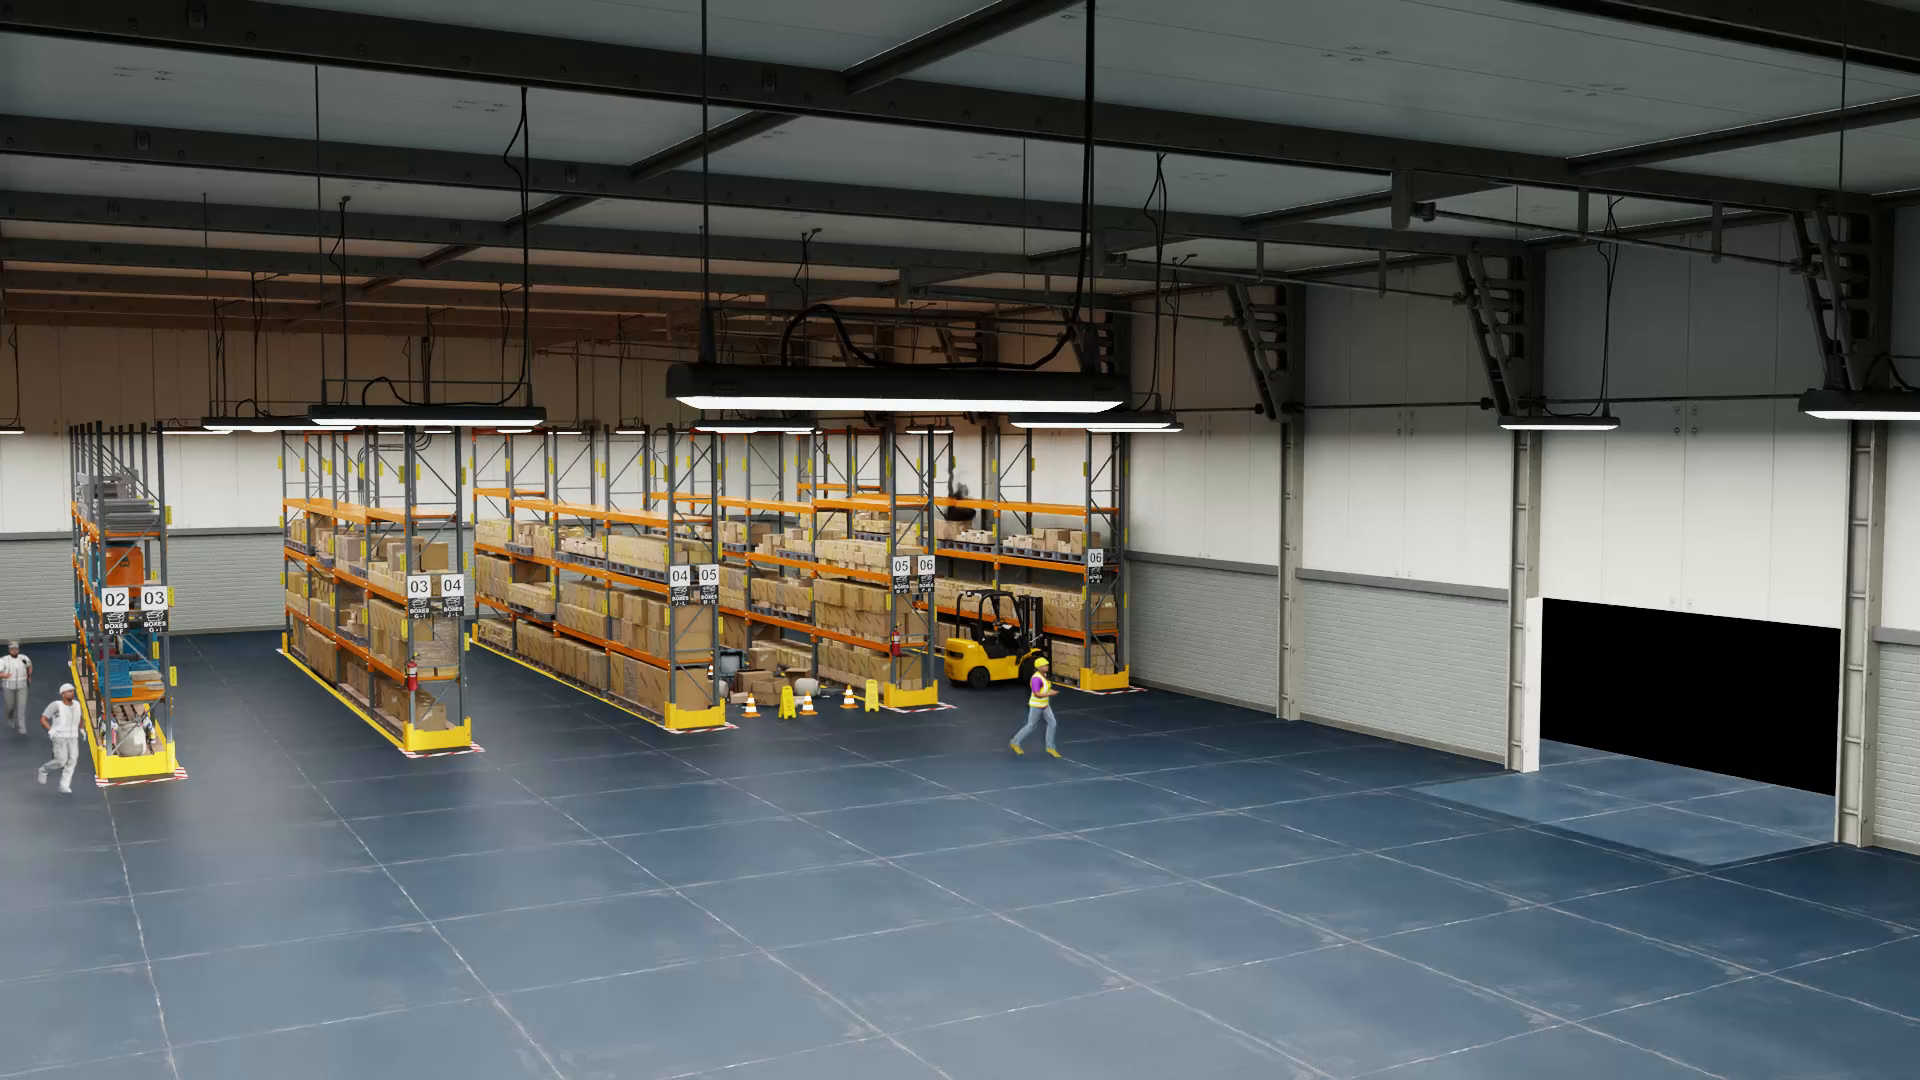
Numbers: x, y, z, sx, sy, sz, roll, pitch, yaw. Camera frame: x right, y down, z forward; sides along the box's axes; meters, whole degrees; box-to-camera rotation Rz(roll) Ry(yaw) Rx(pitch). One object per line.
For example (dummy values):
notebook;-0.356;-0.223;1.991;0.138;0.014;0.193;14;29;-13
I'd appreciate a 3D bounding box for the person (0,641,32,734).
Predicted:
person;-18.209;2.823;32.060;0.665;1.747;1.010;-3;4;-38

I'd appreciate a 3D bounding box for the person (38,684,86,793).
person;-14.503;3.196;26.978;0.742;1.718;0.735;2;4;26

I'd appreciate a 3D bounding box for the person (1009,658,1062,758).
person;1.370;3.001;29.759;0.913;1.811;0.710;1;4;23
